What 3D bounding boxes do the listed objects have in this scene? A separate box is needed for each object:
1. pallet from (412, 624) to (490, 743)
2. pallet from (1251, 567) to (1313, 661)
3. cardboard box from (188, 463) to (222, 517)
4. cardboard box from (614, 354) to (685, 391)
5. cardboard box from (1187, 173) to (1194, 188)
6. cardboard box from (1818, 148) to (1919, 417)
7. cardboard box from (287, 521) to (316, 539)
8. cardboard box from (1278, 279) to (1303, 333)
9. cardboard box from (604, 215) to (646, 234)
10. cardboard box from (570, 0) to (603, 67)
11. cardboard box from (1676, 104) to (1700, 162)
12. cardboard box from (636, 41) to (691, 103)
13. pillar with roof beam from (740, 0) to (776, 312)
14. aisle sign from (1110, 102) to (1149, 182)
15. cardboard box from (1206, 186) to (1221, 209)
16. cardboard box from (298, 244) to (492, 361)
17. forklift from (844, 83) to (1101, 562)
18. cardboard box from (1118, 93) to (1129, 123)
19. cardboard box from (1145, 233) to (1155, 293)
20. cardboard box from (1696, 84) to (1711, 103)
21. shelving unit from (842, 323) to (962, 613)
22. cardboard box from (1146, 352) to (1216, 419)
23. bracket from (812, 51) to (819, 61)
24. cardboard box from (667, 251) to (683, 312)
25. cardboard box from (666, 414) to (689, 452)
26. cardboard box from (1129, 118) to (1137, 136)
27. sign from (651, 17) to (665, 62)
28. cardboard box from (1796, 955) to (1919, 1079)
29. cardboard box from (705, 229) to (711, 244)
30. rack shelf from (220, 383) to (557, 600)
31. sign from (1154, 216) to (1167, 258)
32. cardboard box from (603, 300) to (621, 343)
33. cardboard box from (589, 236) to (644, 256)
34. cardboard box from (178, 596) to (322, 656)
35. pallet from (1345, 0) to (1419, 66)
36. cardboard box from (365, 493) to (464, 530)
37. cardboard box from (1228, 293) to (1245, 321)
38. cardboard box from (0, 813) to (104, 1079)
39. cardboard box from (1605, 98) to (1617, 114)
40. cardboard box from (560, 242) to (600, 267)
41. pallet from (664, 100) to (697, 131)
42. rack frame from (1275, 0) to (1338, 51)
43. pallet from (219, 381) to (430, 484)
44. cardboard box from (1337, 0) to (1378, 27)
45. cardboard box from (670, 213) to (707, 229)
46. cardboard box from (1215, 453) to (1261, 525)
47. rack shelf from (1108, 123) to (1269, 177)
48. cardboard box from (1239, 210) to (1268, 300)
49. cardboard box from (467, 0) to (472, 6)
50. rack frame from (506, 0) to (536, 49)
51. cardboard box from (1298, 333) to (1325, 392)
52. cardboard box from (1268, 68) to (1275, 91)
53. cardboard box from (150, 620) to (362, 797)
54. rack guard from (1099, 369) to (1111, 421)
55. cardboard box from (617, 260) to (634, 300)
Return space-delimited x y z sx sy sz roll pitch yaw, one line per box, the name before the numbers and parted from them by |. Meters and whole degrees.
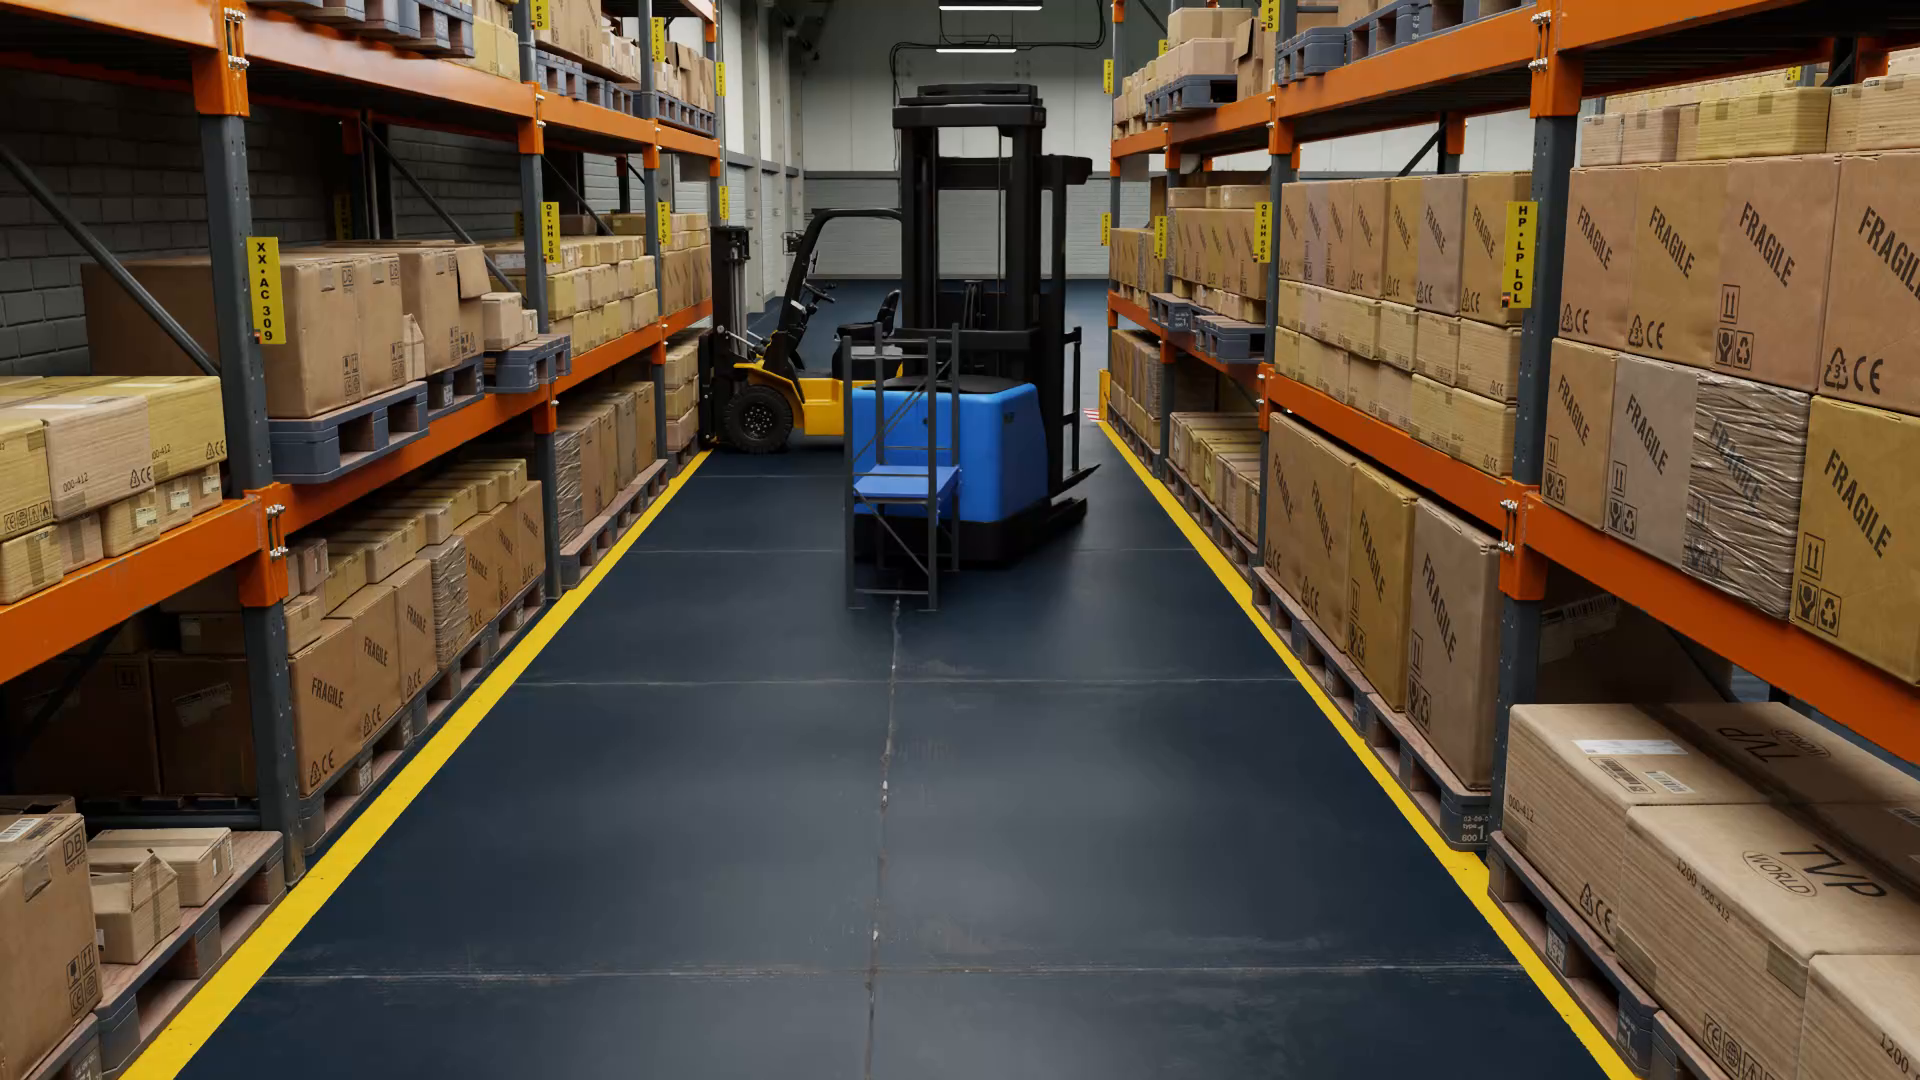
pallet | -2.764 0.623 7.456 1.003 0.211 1.213 0 11 -1
pallet | 2.140 0.369 8.711 1.003 0.211 1.213 0 11 -1
cardboard box | -2.422 -0.153 4.902 0.380 0.149 0.250 0 11 0
cardboard box | -2.542 -1.375 13.636 0.500 0.250 0.500 0 11 -2
cardboard box | 2.352 -2.925 14.417 0.700 0.500 0.500 0 11 -2
cardboard box | 2.061 -0.501 3.216 0.500 0.500 0.500 0 11 -2
cardboard box | -3.021 -0.017 7.197 0.380 0.149 0.250 -1 11 -3
cardboard box | 1.963 -1.225 8.672 0.500 0.250 0.500 0 11 -2
cardboard box | -2.669 -2.558 13.491 0.380 0.149 0.250 0 11 0
cardboard box | -2.556 -3.255 10.456 0.500 0.500 0.500 0 11 0
cardboard box | 2.098 -1.051 4.300 0.380 0.149 0.250 0 11 -2
cardboard box | -2.781 -4.092 14.574 0.797 0.503 0.637 0 11 1
pillar with roof beam | 0.117 -9.118 33.369 9.100 9.000 0.548 0 11 -1
aisle sign | 1.723 -4.030 16.842 0.394 0.787 0.004 0 11 -1
cardboard box | 1.898 -2.358 11.451 0.380 0.149 0.250 0 11 2
cardboard box | -2.545 -1.067 7.456 0.797 0.503 0.637 -1 11 -2
forklift | 0.253 -1.551 11.331 1.130 2.935 3.031 4 12 19
cardboard box | 1.779 -4.086 15.742 0.500 0.250 0.500 0 11 -2
cardboard box | 1.841 -2.335 14.022 0.500 0.500 0.500 0 11 1
cardboard box | 6.708 -3.917 14.600 0.380 0.149 0.250 0 11 -2
shelving unit | -0.316 -0.447 9.490 0.538 1.500 1.048 1 12 7
cardboard box | 1.836 -1.292 13.859 0.500 0.500 0.500 0 11 -2
bracket | -4.138 -13.805 47.418 0.235 0.232 0.430 0 11 -1
cardboard box | -2.622 -2.171 13.963 0.500 0.500 0.500 0 11 0
cardboard box | -2.525 -0.885 13.735 0.500 0.250 0.500 0 11 -1
cardboard box | 1.747 -3.768 15.176 0.380 0.149 0.250 0 11 -1
sign | -2.304 -3.811 12.663 0.100 0.325 0.005 0 11 -1
cardboard box | 2.223 1.172 3.123 0.875 0.438 0.875 0 11 0
cardboard box | -2.607 -2.973 16.284 0.380 0.149 0.250 0 11 0
rack shelf | -2.722 -0.384 7.216 1.077 0.370 4.000 0 11 -1
sign | 1.574 -2.371 13.023 0.100 0.325 0.005 0 11 -1
cardboard box | -2.560 -1.455 11.064 0.500 0.250 0.500 0 11 1
cardboard box | -2.617 -2.229 12.618 0.380 0.149 0.250 0 11 1
cardboard box | -2.422 0.290 5.684 0.380 0.149 0.250 0 11 2
pallet | 2.291 -2.182 7.203 1.003 0.211 1.213 0 11 1
cardboard box | -2.536 -0.126 7.737 0.380 0.149 0.250 0 11 -2
cardboard box | 1.829 -1.405 10.015 0.380 0.149 0.250 0 11 -2
cardboard box | -2.516 0.977 3.929 0.700 0.500 0.500 -1 11 -3
cardboard box | 6.667 -4.318 16.578 0.380 0.149 0.250 0 11 -1
cardboard box | -2.513 -1.822 10.612 0.380 0.149 0.250 0 11 0
pallet | -2.912 -3.767 14.761 1.003 0.211 1.213 0 11 -1
rack frame | 2.199 -4.095 8.611 1.000 3.000 0.127 0 11 -1
pallet | -2.588 -0.404 5.989 1.003 0.211 1.213 0 11 -1
cardboard box | 2.358 -2.807 8.491 0.797 0.503 0.637 -1 12 -5
cardboard box | -2.642 -3.066 15.995 0.380 0.149 0.250 0 11 0
cardboard box | 2.174 -0.332 10.704 0.950 0.372 0.625 0 11 -2
rack shelf | 2.075 -3.465 14.860 1.077 0.370 4.000 0 11 -1
cardboard box | 1.912 -1.645 9.566 0.500 0.500 0.500 -1 11 -3
cardboard box | -2.550 -2.552 7.926 0.380 0.149 0.250 0 11 0
rack frame | -2.763 -4.074 8.507 1.000 3.000 0.127 0 11 -1
cardboard box | 1.986 -0.881 8.235 0.500 0.250 0.500 -1 11 -3
cardboard box | 1.969 -2.613 9.482 0.380 0.149 0.250 0 11 -1
cardboard box | -2.466 0.583 5.870 0.500 0.500 0.500 0 11 1
rack guard | 2.035 -1.505 17.221 1.175 0.500 0.348 0 11 -1
cardboard box | -2.558 -1.800 11.507 0.500 0.250 0.500 0 11 0
